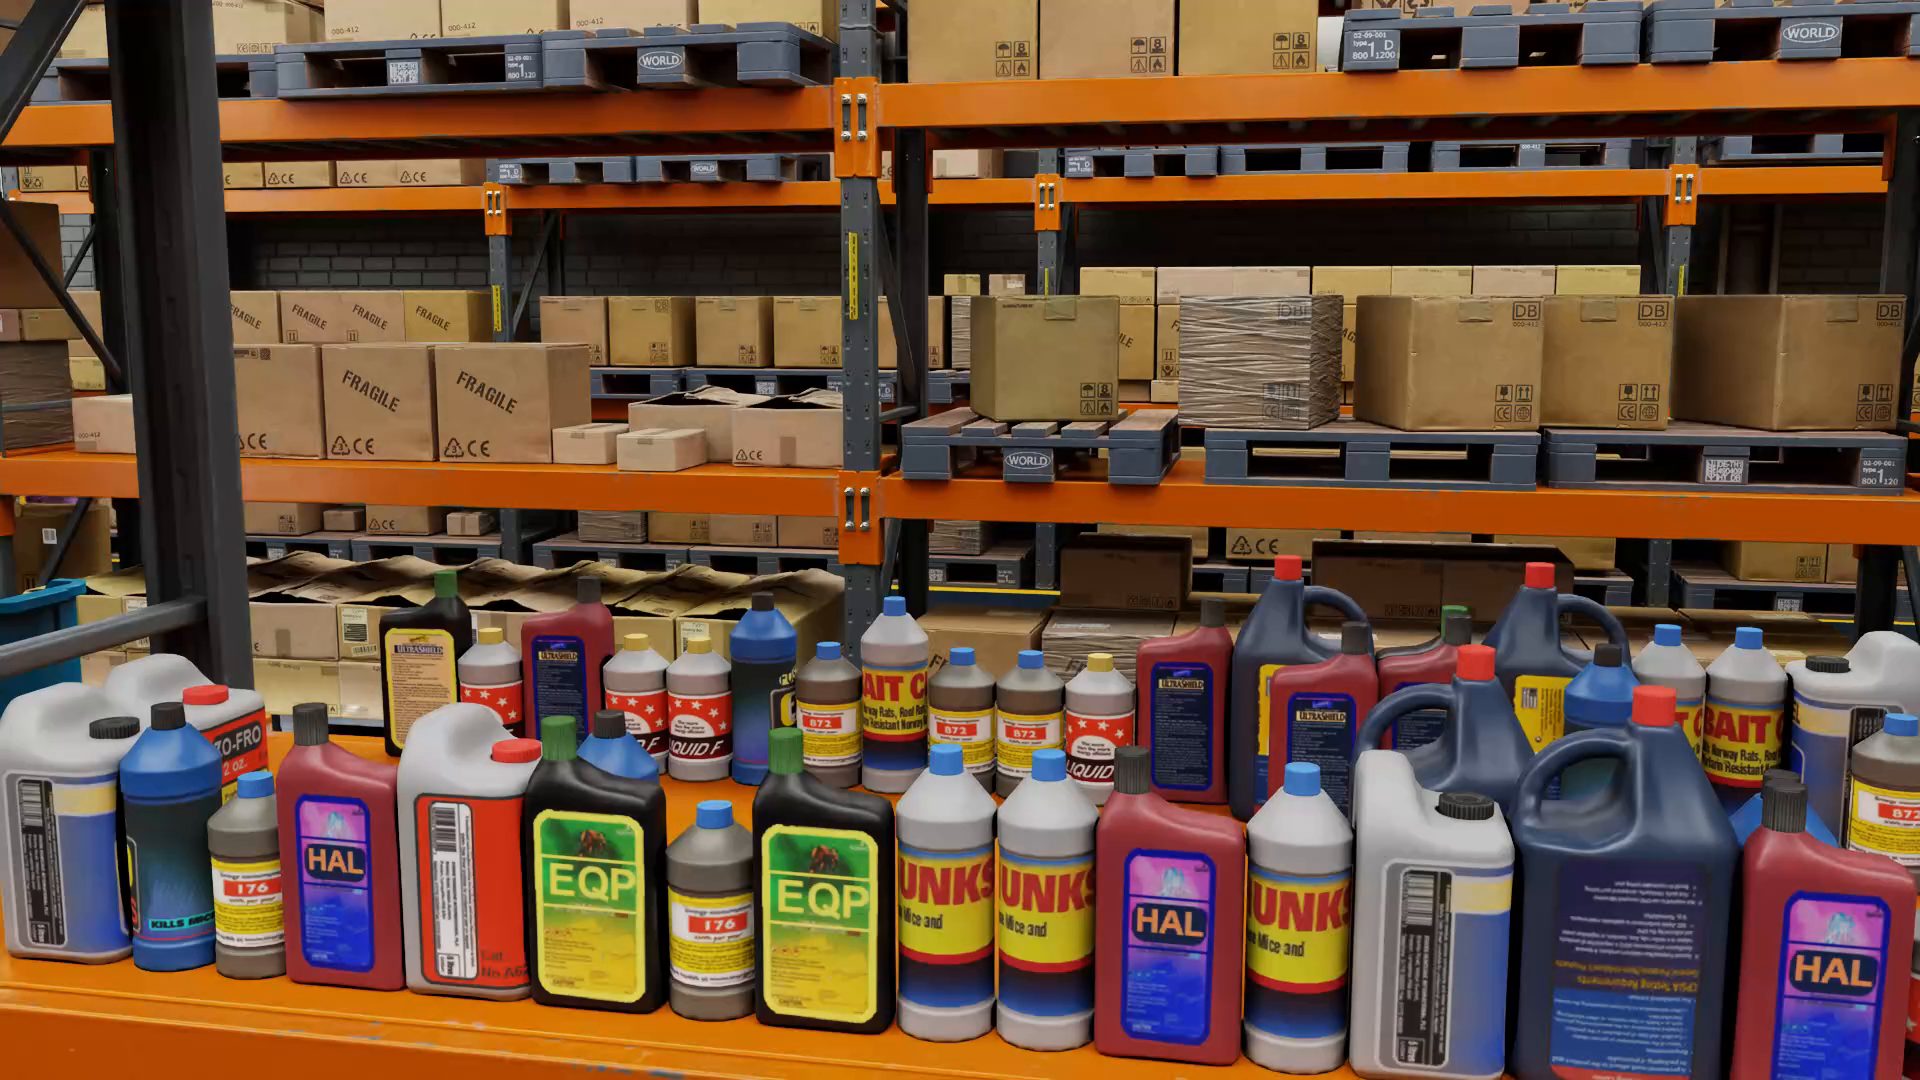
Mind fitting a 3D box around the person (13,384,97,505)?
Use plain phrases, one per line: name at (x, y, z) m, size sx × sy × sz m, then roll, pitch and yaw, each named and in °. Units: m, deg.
person at (-5.290, -0.197, 9.683) m, size 0.957 × 1.535 × 0.405 m, roll 1°, pitch 8°, yaw 10°
